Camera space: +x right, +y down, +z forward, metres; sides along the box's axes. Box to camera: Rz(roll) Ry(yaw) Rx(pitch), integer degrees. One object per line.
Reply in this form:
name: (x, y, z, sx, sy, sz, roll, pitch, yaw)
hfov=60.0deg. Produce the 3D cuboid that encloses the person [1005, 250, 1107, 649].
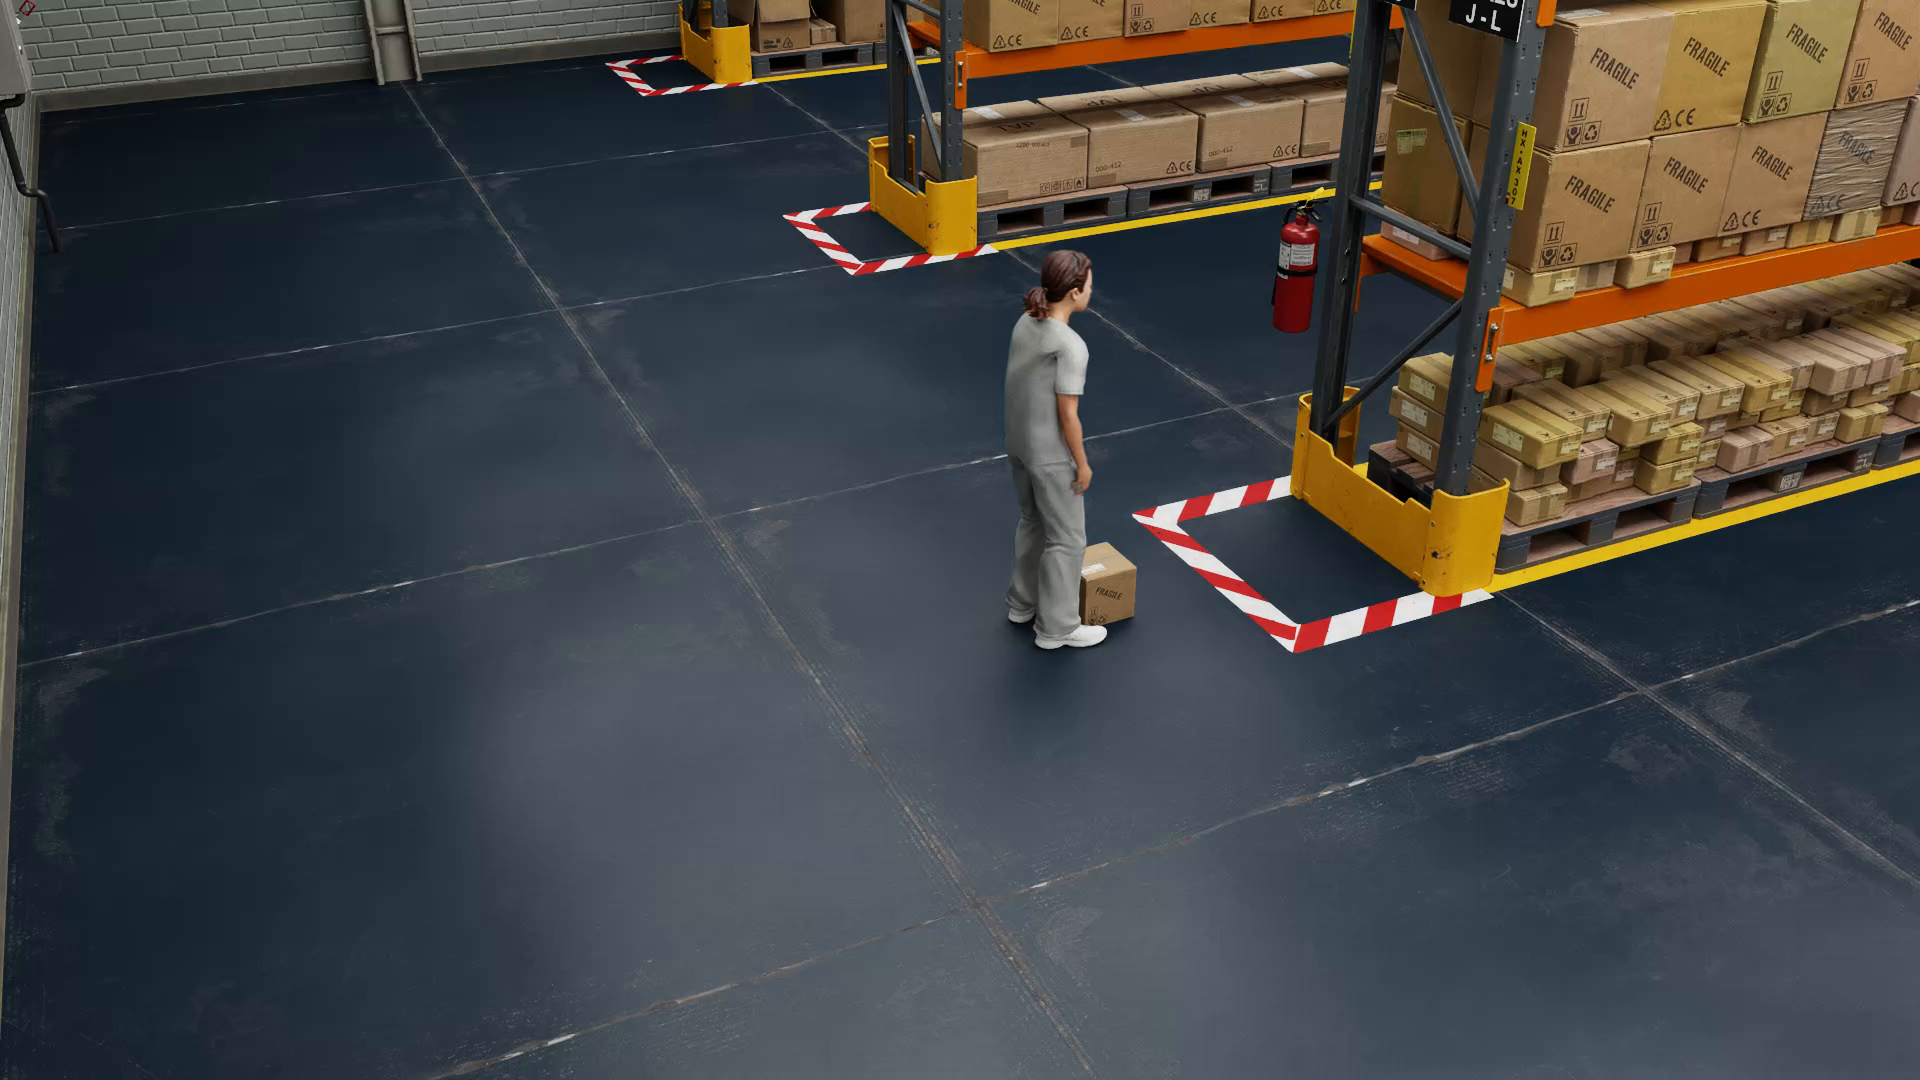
person: (0.371, -0.365, 6.773, 0.352, 1.673, 0.494, -13, 32, -22)
